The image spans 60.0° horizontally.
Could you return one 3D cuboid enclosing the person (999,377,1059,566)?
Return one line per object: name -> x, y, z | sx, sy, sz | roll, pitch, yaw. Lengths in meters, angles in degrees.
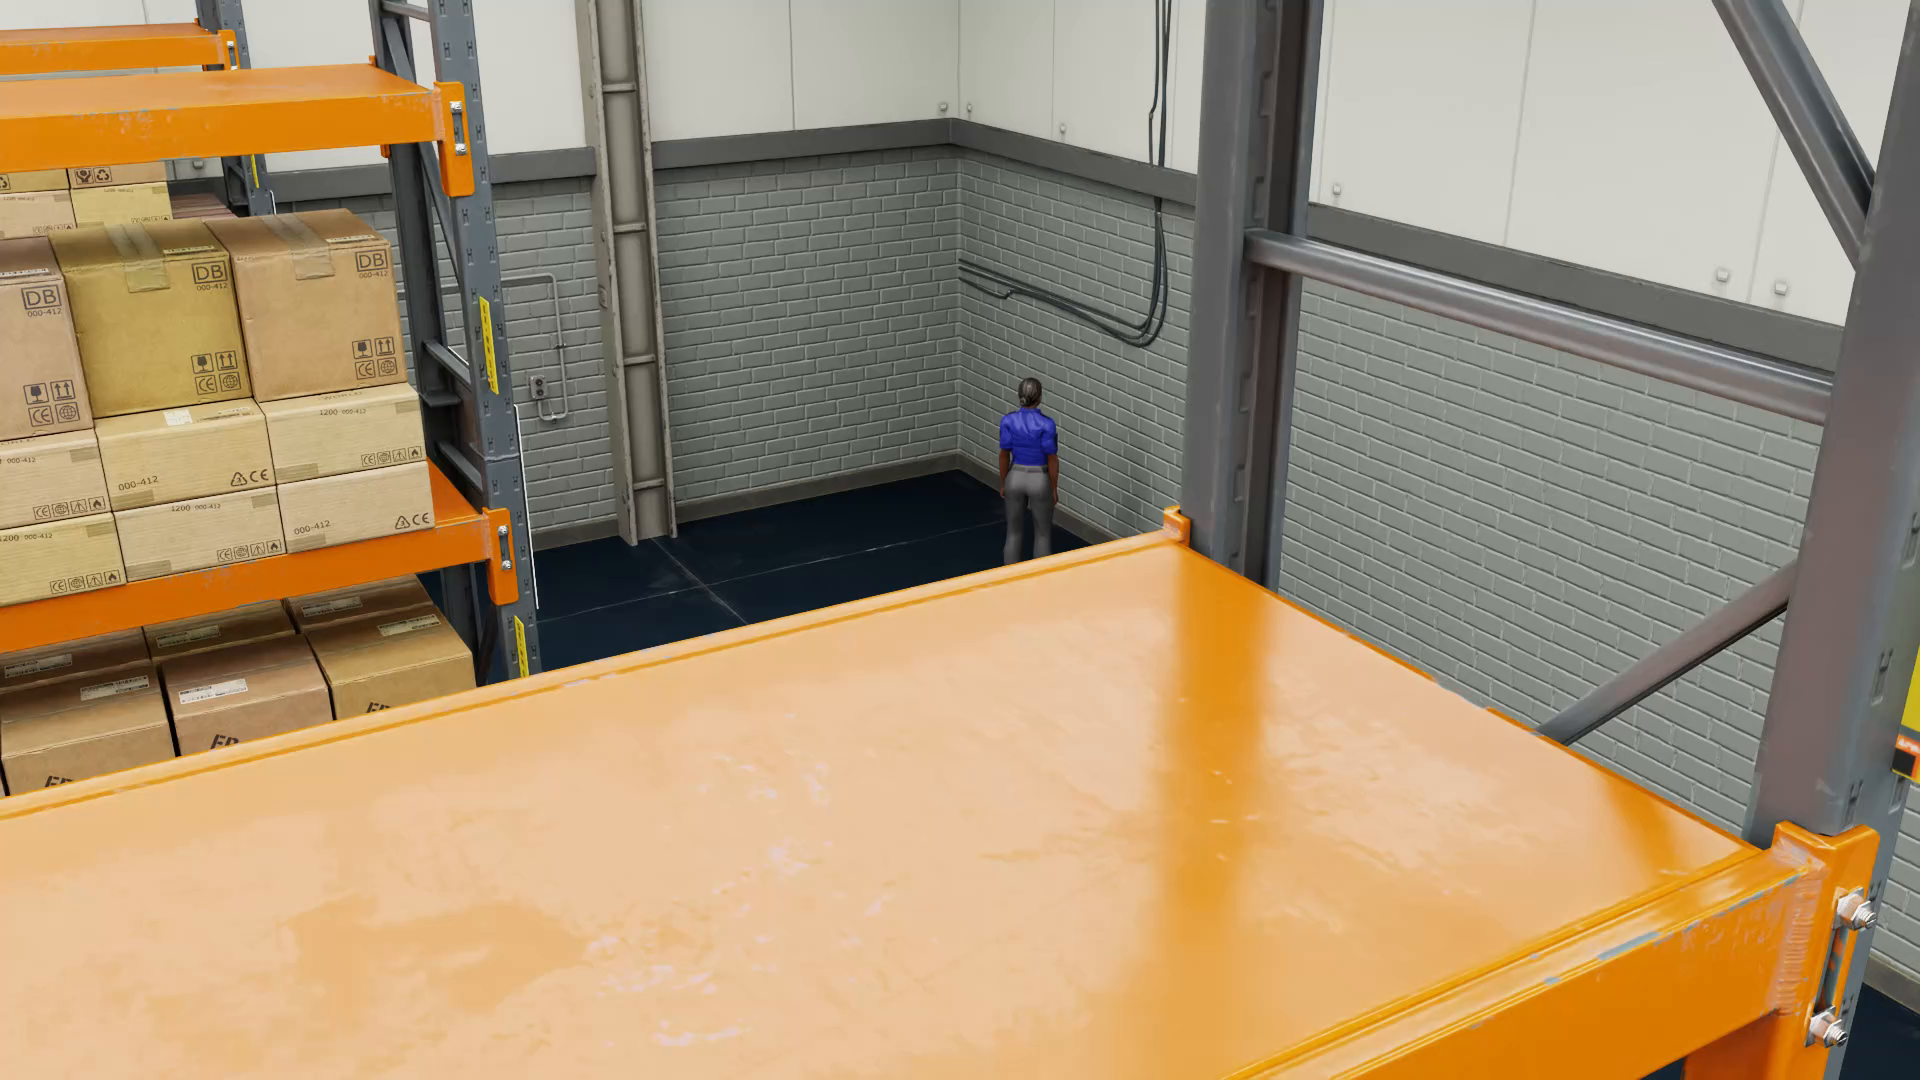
person -> 0.510, -0.387, 12.055 | 0.444, 1.662, 0.331 | 7, 23, 16
